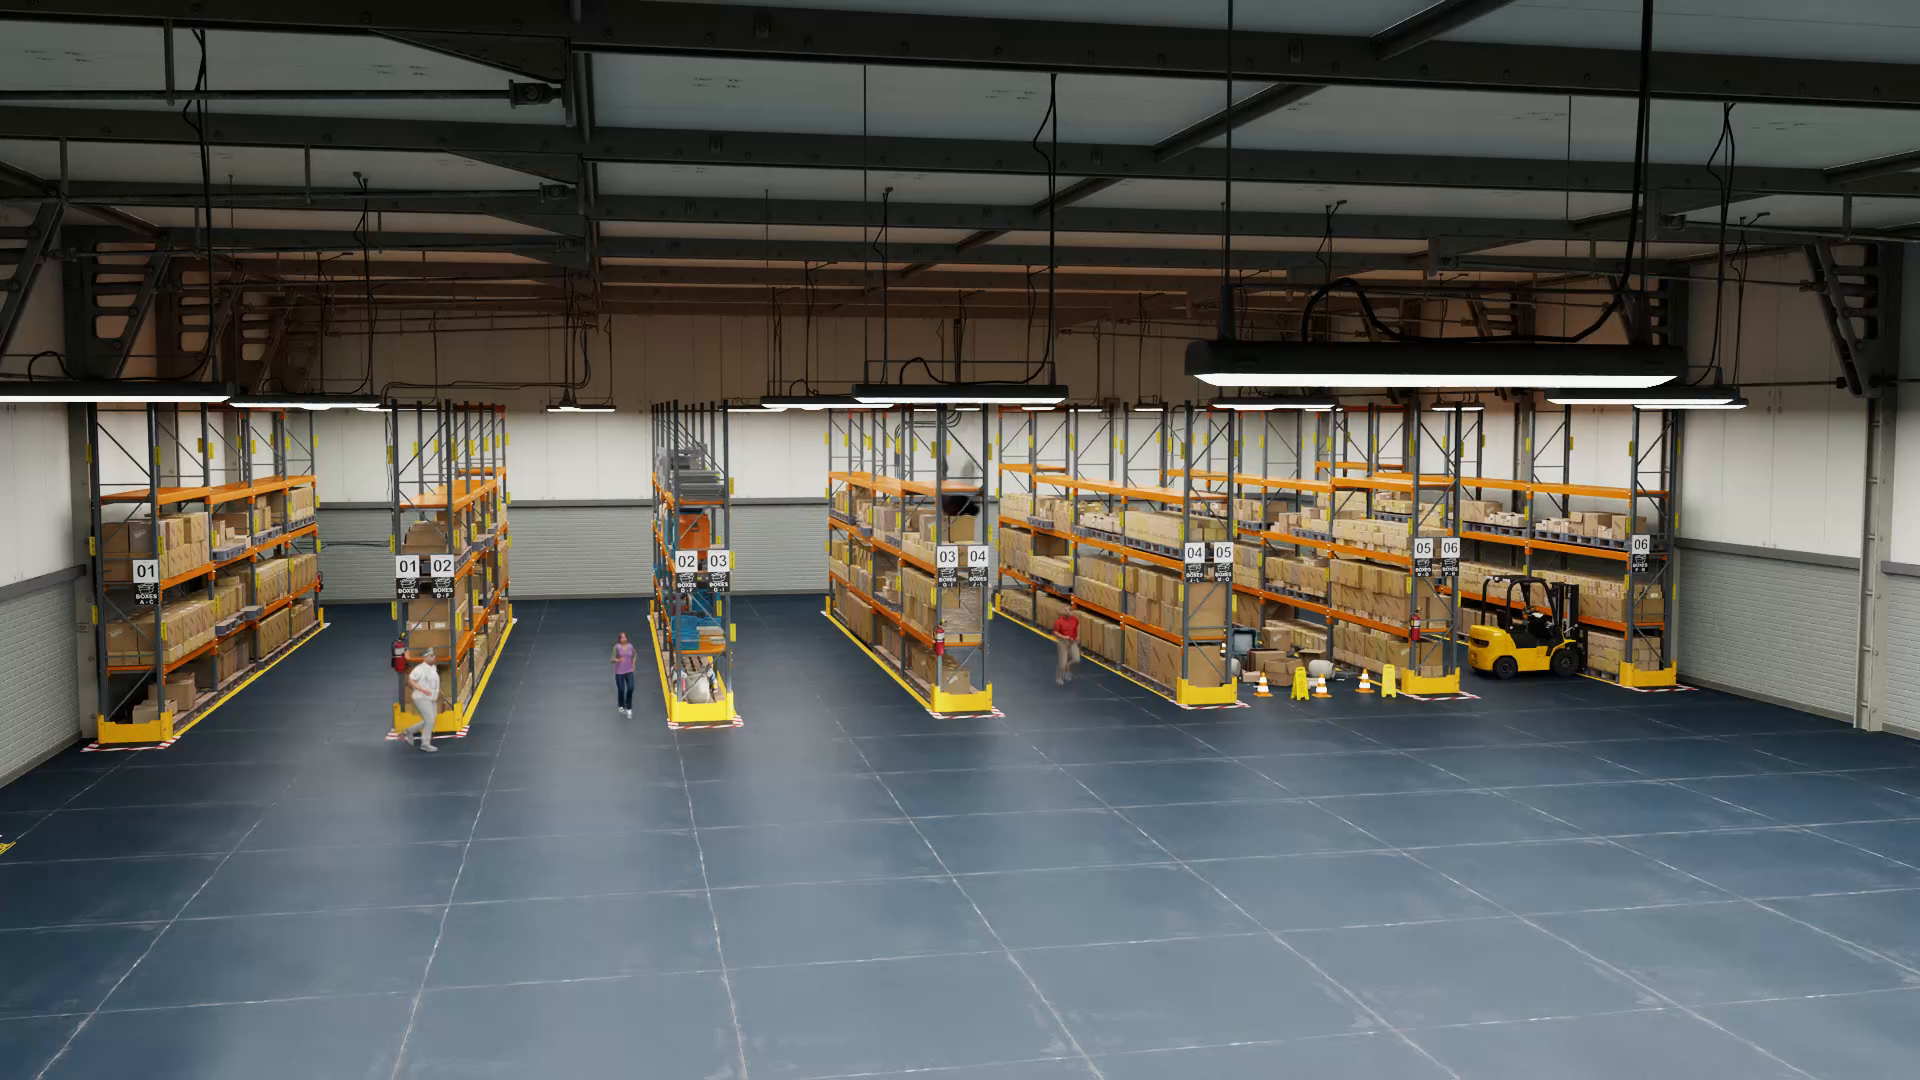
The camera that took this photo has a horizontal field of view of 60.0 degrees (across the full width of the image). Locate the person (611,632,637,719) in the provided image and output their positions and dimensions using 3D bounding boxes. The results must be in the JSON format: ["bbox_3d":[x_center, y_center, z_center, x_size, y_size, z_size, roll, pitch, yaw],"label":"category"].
[{"bbox_3d":[-6.351,2.552,31.488,0.514,1.639,0.666,-1,5,-19],"label":"person"}]

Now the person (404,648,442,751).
[{"bbox_3d":[-9.212,2.718,28.579,0.708,1.744,0.705,1,5,18],"label":"person"}]

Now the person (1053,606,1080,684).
[{"bbox_3d":[2.292,2.225,35.155,0.687,1.681,0.769,-1,5,-18],"label":"person"}]

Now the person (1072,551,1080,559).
[{"bbox_3d":[3.592,1.130,50.453,0.663,1.615,0.604,-2,5,-21],"label":"person"}]

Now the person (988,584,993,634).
[{"bbox_3d":[0.605,1.694,42.705,0.611,1.631,0.525,-1,5,-18],"label":"person"}]
